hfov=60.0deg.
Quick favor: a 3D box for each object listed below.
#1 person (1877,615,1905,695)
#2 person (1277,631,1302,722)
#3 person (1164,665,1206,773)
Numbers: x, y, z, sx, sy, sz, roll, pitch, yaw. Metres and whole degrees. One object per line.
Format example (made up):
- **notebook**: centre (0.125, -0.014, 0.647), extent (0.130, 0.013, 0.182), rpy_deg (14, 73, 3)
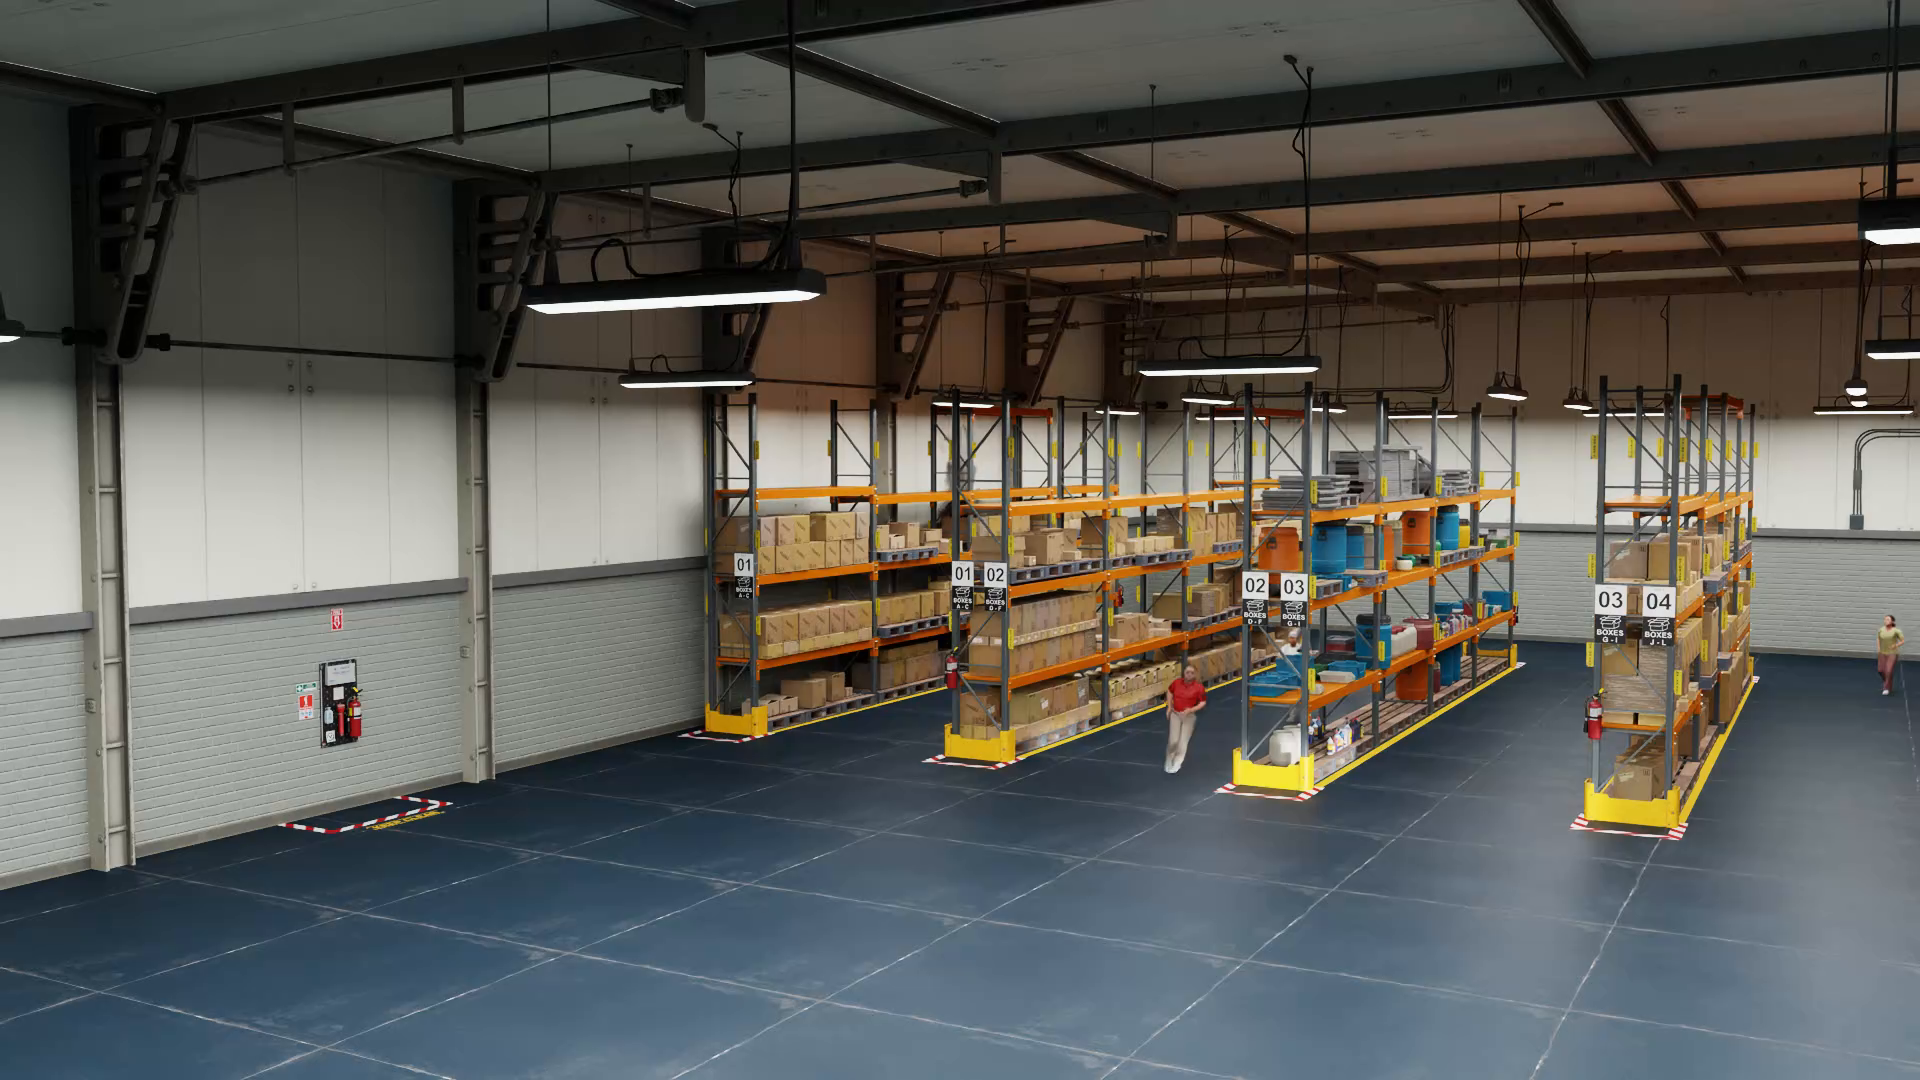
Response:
- **person**: centre (19.049, 2.350, 34.084), extent (0.565, 1.637, 0.570), rpy_deg (-3, 4, -41)
- **person**: centre (6.176, 2.512, 30.801), extent (0.626, 1.634, 0.823), rpy_deg (1, 3, 24)
- **person**: centre (3.475, 2.785, 25.707), extent (0.651, 1.707, 0.612), rpy_deg (1, 3, 12)
